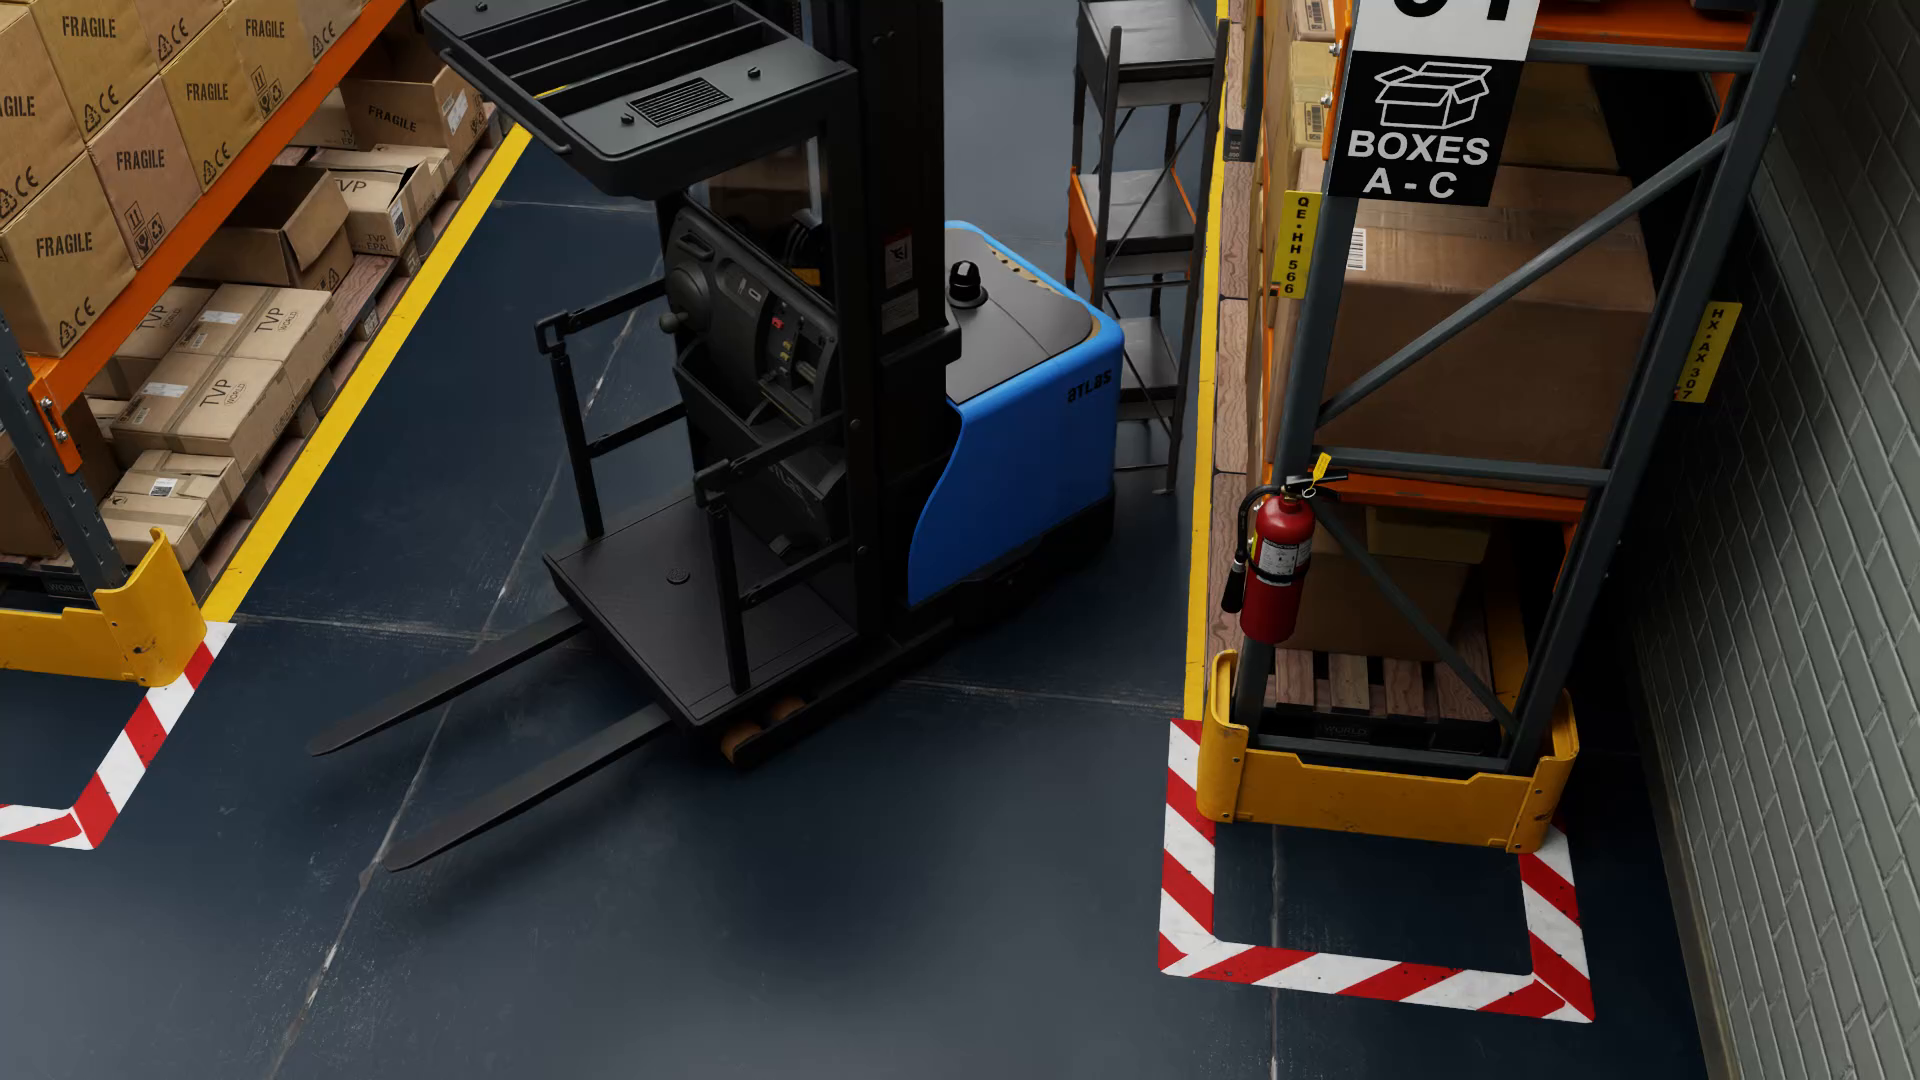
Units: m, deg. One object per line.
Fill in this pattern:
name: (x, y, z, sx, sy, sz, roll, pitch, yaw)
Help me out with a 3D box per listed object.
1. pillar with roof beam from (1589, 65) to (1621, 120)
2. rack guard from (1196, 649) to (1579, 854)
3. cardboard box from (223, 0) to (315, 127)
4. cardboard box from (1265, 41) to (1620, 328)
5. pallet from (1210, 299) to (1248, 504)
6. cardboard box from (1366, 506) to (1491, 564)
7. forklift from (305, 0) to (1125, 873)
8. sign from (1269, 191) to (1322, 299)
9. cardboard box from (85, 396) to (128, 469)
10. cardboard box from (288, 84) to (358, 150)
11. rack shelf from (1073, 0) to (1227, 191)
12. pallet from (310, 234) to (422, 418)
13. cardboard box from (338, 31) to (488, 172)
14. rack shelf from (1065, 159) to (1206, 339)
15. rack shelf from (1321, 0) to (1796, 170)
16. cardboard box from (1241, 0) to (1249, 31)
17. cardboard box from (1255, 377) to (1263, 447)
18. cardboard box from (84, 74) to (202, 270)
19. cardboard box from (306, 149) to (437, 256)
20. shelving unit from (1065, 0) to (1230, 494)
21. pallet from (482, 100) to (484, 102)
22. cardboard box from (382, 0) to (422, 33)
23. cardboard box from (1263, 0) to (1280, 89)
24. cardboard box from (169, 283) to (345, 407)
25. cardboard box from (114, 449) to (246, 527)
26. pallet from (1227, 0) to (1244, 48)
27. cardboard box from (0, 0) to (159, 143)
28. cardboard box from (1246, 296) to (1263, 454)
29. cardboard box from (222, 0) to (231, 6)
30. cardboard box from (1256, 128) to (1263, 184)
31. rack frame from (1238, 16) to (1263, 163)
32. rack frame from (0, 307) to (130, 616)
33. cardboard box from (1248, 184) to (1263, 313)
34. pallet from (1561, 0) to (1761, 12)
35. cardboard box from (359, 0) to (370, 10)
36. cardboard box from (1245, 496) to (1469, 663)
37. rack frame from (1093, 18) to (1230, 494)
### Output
pillar with roof beam: (-1.554, -4.947, 5.430, 9.100, 9.000, 0.400, 5, 44, 6)
rack guard: (1.416, 0.717, 5.629, 1.175, 0.500, 0.348, 5, 44, 6)
cardboard box: (-2.971, -2.004, 6.612, 0.500, 0.500, 0.500, 6, 44, 6)
cardboard box: (1.562, -1.161, 5.577, 0.980, 0.700, 0.700, 5, 44, 5)
pallet: (1.612, -0.575, 7.204, 1.003, 0.211, 1.213, 5, 44, 6)
cardboard box: (1.595, -0.070, 5.683, 0.380, 0.149, 0.250, 6, 44, 6)
forklift: (-0.852, -0.673, 5.329, 3.031, 2.935, 1.130, -29, 51, -27)
sign: (0.884, -0.772, 4.369, 0.100, 0.325, 0.005, 5, 44, 6)
cardboard box: (-3.521, -0.446, 6.781, 0.380, 0.166, 0.250, 5, 44, 6)
cardboard box: (-3.232, -2.298, 8.631, 0.500, 0.311, 0.500, 5, 44, 6)
rack shelf: (0.662, -1.612, 5.927, 0.431, 0.518, 0.480, -6, 44, -6)
pallet: (-3.213, -1.066, 7.723, 1.003, 0.211, 1.213, 5, 44, 6)
cardboard box: (-2.756, -2.219, 8.410, 0.500, 0.500, 0.500, 5, 44, 6)
rack shelf: (0.662, -1.104, 6.408, 0.431, 0.518, 0.480, -6, 44, -6)
rack shelf: (1.684, -2.398, 5.442, 1.077, 0.370, 4.000, 5, 44, 6)
cardboard box: (2.020, -3.366, 9.381, 0.750, 0.750, 0.750, 6, 44, 7)
cardboard box: (1.282, -0.452, 6.086, 0.380, 0.149, 0.250, 6, 44, 7)
cardboard box: (-3.108, -1.321, 5.891, 0.500, 0.500, 0.500, 5, 44, 5)
cardboard box: (-2.856, -1.639, 7.935, 0.500, 0.311, 0.500, 5, 44, 6)
shelving unit: (0.662, -1.114, 6.399, 0.431, 2.100, 0.503, -6, 44, -6)
pallet: (-2.892, -2.926, 9.687, 1.003, 0.211, 1.213, 5, 44, 6)
cardboard box: (-3.181, -2.995, 9.230, 0.500, 0.500, 0.500, 5, 44, 5)
cardboard box: (1.759, -2.177, 6.649, 0.980, 0.700, 0.700, 4, 44, 4)
cardboard box: (-3.006, -0.842, 7.138, 0.500, 0.250, 0.500, 5, 44, 6)
cardboard box: (-3.062, -0.210, 6.531, 0.380, 0.166, 0.250, 5, 44, 6)
pallet: (2.135, -3.287, 10.068, 1.003, 0.211, 1.213, 5, 44, 6)
cardboard box: (-3.109, -1.689, 5.553, 0.500, 0.500, 0.500, 6, 44, 6)
cardboard box: (1.545, -0.622, 6.738, 0.700, 0.500, 0.500, 4, 44, 4)
cardboard box: (-2.972, -2.376, 6.278, 0.500, 0.500, 0.500, 5, 44, 5)
cardboard box: (1.522, -1.696, 7.401, 0.380, 0.149, 0.250, 7, 44, 7)
rack frame: (1.948, -2.933, 7.666, 1.000, 3.000, 0.127, 5, 44, 6)
rack frame: (-3.491, -0.655, 5.260, 1.000, 3.000, 0.127, 5, 44, 6)
cardboard box: (1.678, -1.335, 7.491, 0.700, 0.500, 0.500, 5, 44, 5)
pallet: (1.507, -1.770, 4.321, 1.003, 0.211, 1.213, 5, 44, 6)
cardboard box: (-2.841, -2.702, 7.349, 0.500, 0.500, 0.500, 6, 44, 7)
cardboard box: (1.413, 0.062, 6.015, 0.700, 0.500, 0.500, 5, 44, 6)
rack frame: (0.697, -0.947, 6.223, 0.400, 2.100, 0.015, -6, 44, -6)
